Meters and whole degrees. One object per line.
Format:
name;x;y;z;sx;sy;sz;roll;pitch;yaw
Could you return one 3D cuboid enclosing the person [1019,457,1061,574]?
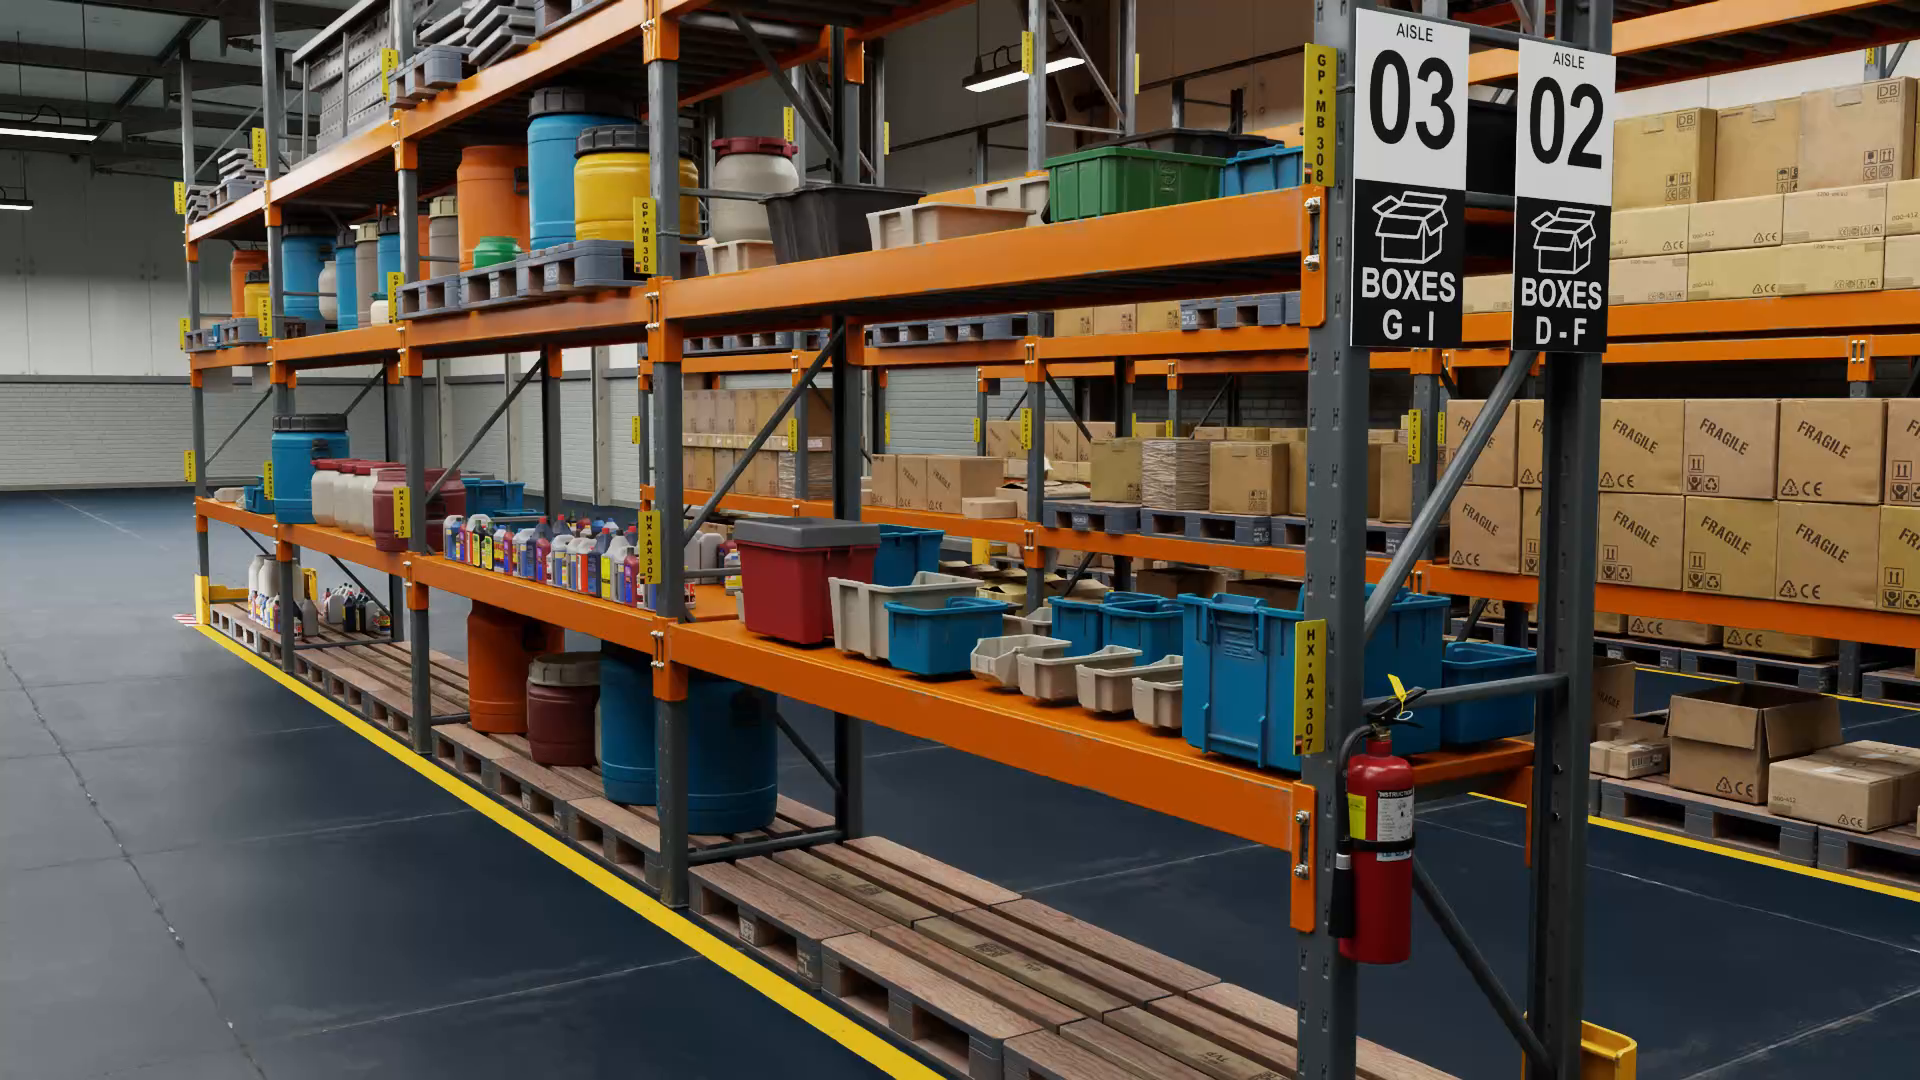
person;0.821;0.033;16.821;0.539;1.785;0.519;-3;5;-33
